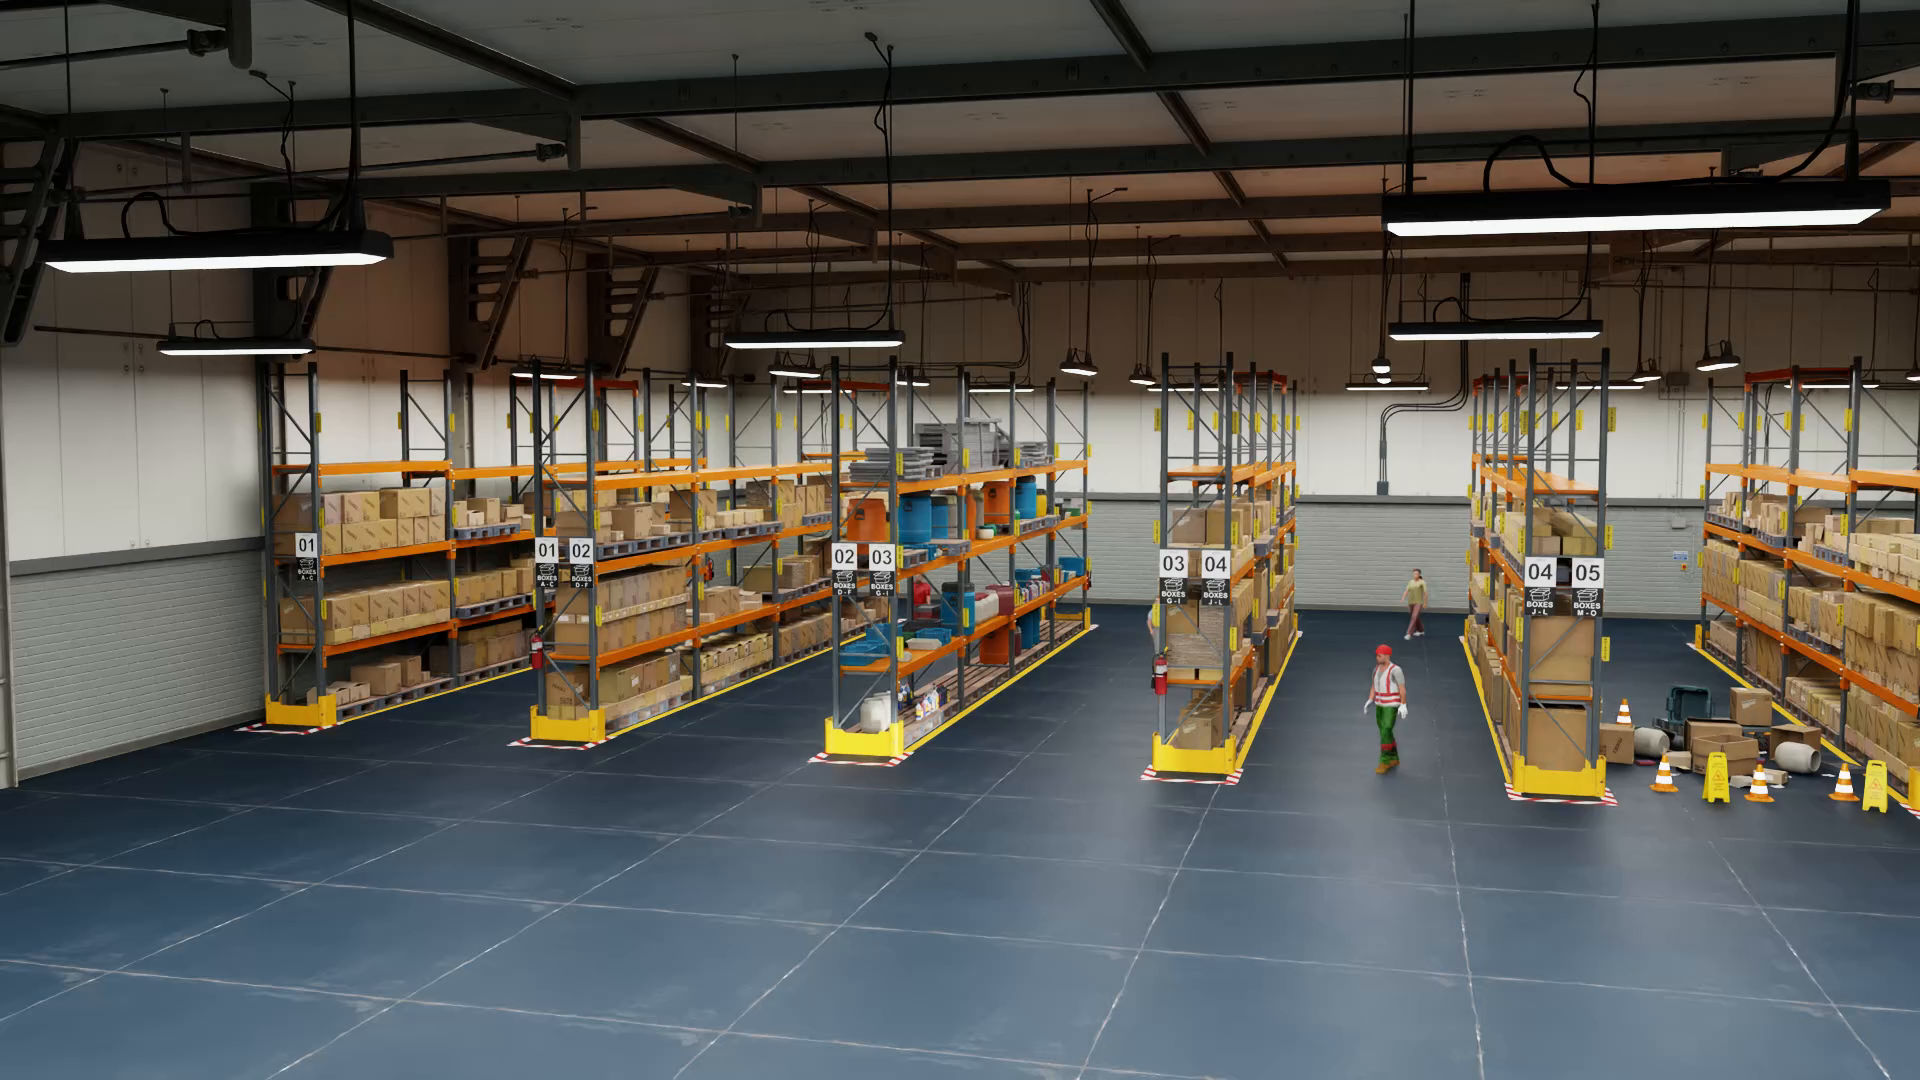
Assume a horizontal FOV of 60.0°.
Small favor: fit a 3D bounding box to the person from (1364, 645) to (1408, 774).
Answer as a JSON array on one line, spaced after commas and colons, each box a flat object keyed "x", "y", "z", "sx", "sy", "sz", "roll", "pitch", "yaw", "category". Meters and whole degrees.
[{"x": 6.120, "y": 2.419, "z": 24.059, "sx": 0.673, "sy": 1.790, "sz": 0.627, "roll": -2, "pitch": 4, "yaw": -24, "category": "person"}]

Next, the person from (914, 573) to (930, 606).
[{"x": -0.936, "y": 1.559, "z": 36.752, "sx": 0.618, "sy": 1.686, "sz": 1.010, "roll": 2, "pitch": 4, "yaw": 23, "category": "person"}]

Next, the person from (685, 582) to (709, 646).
[{"x": -5.545, "y": 1.723, "z": 35.064, "sx": 0.567, "sy": 1.638, "sz": 0.696, "roll": 1, "pitch": 4, "yaw": 17, "category": "person"}]

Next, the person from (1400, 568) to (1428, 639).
[{"x": 10.545, "y": 1.462, "z": 38.557, "sx": 0.501, "sy": 1.609, "sz": 1.046, "roll": 4, "pitch": 6, "yaw": 43, "category": "person"}]

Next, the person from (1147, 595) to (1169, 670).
[{"x": 4.058, "y": 1.878, "z": 33.218, "sx": 0.607, "sy": 1.584, "sz": 0.696, "roll": 2, "pitch": 4, "yaw": 24, "category": "person"}]
